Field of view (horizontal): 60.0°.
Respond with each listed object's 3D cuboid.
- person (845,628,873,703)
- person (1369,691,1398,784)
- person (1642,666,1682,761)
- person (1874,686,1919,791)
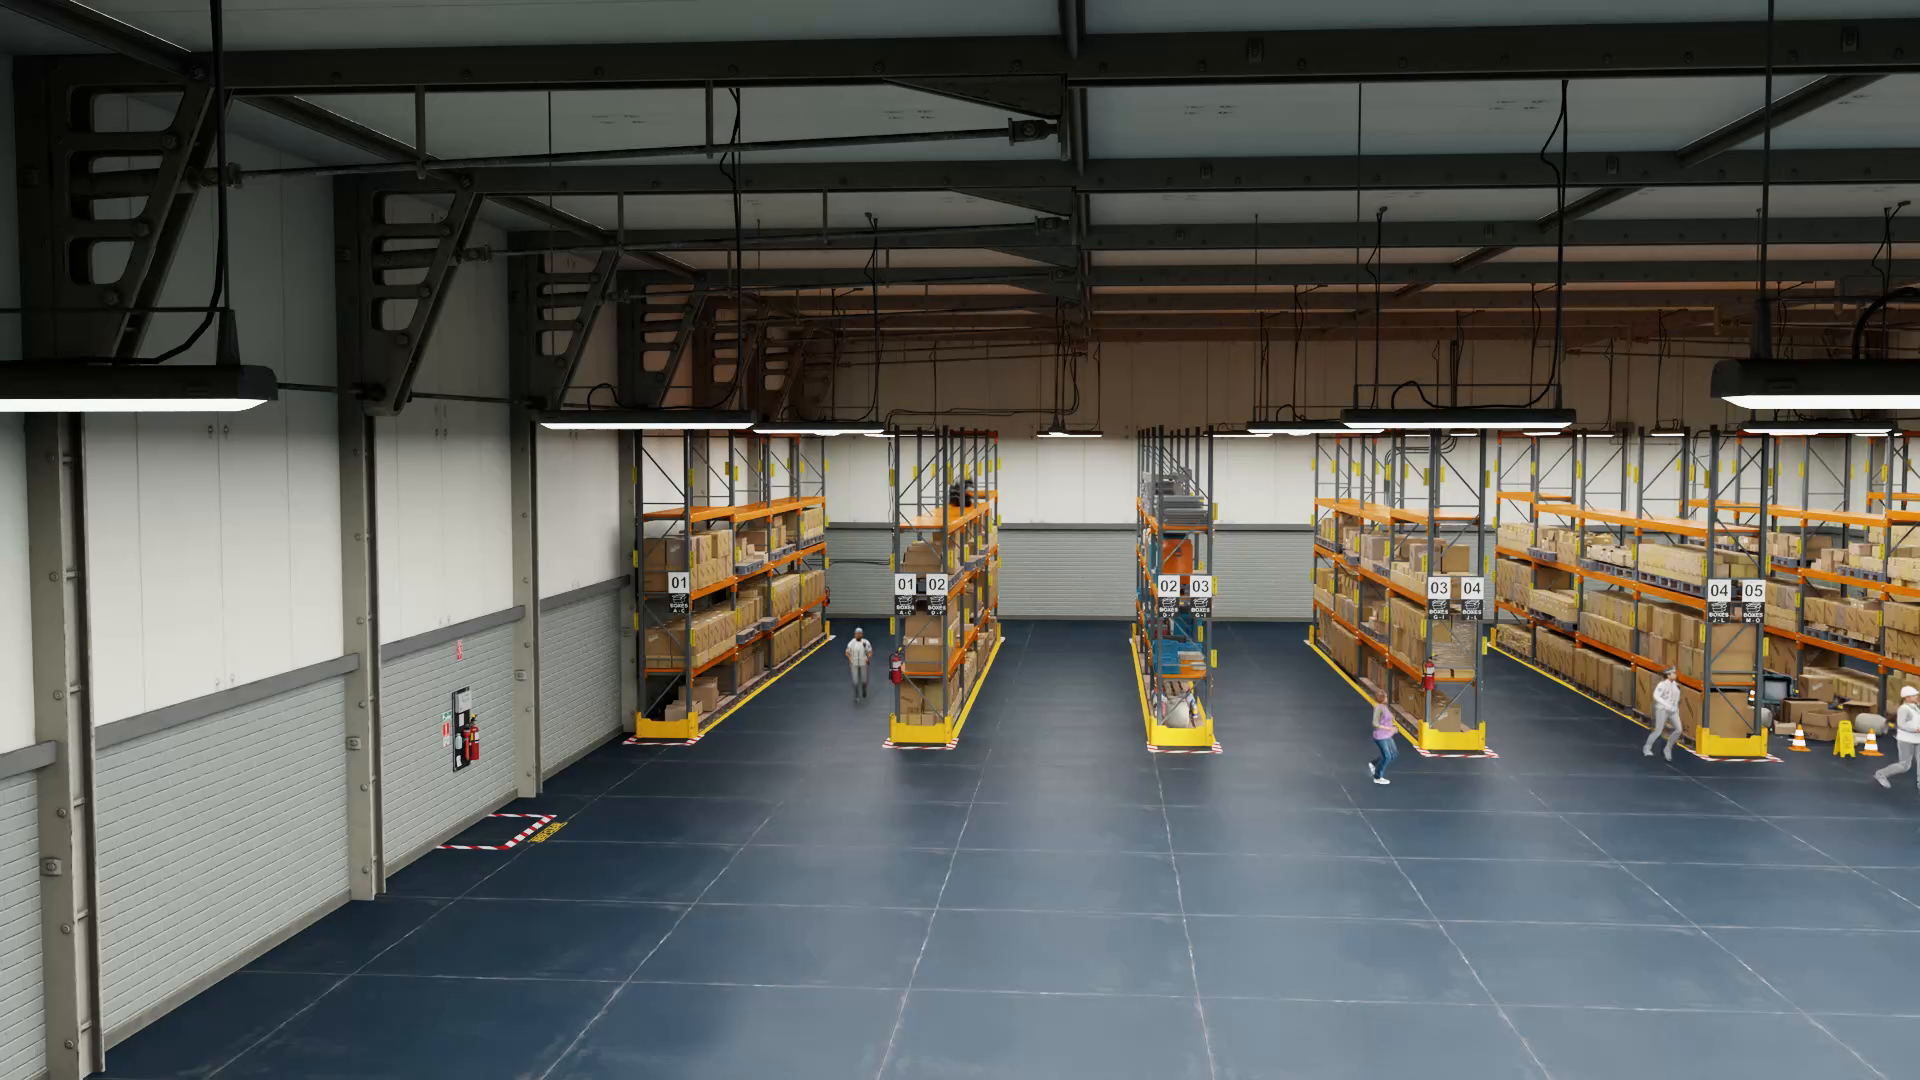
[{"bbox_3d":[-2.208,2.733,36.279,0.603,1.617,0.533,0,3,-3],"label":"person"},{"bbox_3d":[7.050,3.247,27.635,0.543,1.484,0.530,2,4,36],"label":"person"},{"bbox_3d":[12.742,3.102,29.939,0.673,1.688,0.650,-1,4,-22],"label":"person"},{"bbox_3d":[15.232,3.231,26.685,0.673,1.778,0.963,-3,4,-38],"label":"person"}]
